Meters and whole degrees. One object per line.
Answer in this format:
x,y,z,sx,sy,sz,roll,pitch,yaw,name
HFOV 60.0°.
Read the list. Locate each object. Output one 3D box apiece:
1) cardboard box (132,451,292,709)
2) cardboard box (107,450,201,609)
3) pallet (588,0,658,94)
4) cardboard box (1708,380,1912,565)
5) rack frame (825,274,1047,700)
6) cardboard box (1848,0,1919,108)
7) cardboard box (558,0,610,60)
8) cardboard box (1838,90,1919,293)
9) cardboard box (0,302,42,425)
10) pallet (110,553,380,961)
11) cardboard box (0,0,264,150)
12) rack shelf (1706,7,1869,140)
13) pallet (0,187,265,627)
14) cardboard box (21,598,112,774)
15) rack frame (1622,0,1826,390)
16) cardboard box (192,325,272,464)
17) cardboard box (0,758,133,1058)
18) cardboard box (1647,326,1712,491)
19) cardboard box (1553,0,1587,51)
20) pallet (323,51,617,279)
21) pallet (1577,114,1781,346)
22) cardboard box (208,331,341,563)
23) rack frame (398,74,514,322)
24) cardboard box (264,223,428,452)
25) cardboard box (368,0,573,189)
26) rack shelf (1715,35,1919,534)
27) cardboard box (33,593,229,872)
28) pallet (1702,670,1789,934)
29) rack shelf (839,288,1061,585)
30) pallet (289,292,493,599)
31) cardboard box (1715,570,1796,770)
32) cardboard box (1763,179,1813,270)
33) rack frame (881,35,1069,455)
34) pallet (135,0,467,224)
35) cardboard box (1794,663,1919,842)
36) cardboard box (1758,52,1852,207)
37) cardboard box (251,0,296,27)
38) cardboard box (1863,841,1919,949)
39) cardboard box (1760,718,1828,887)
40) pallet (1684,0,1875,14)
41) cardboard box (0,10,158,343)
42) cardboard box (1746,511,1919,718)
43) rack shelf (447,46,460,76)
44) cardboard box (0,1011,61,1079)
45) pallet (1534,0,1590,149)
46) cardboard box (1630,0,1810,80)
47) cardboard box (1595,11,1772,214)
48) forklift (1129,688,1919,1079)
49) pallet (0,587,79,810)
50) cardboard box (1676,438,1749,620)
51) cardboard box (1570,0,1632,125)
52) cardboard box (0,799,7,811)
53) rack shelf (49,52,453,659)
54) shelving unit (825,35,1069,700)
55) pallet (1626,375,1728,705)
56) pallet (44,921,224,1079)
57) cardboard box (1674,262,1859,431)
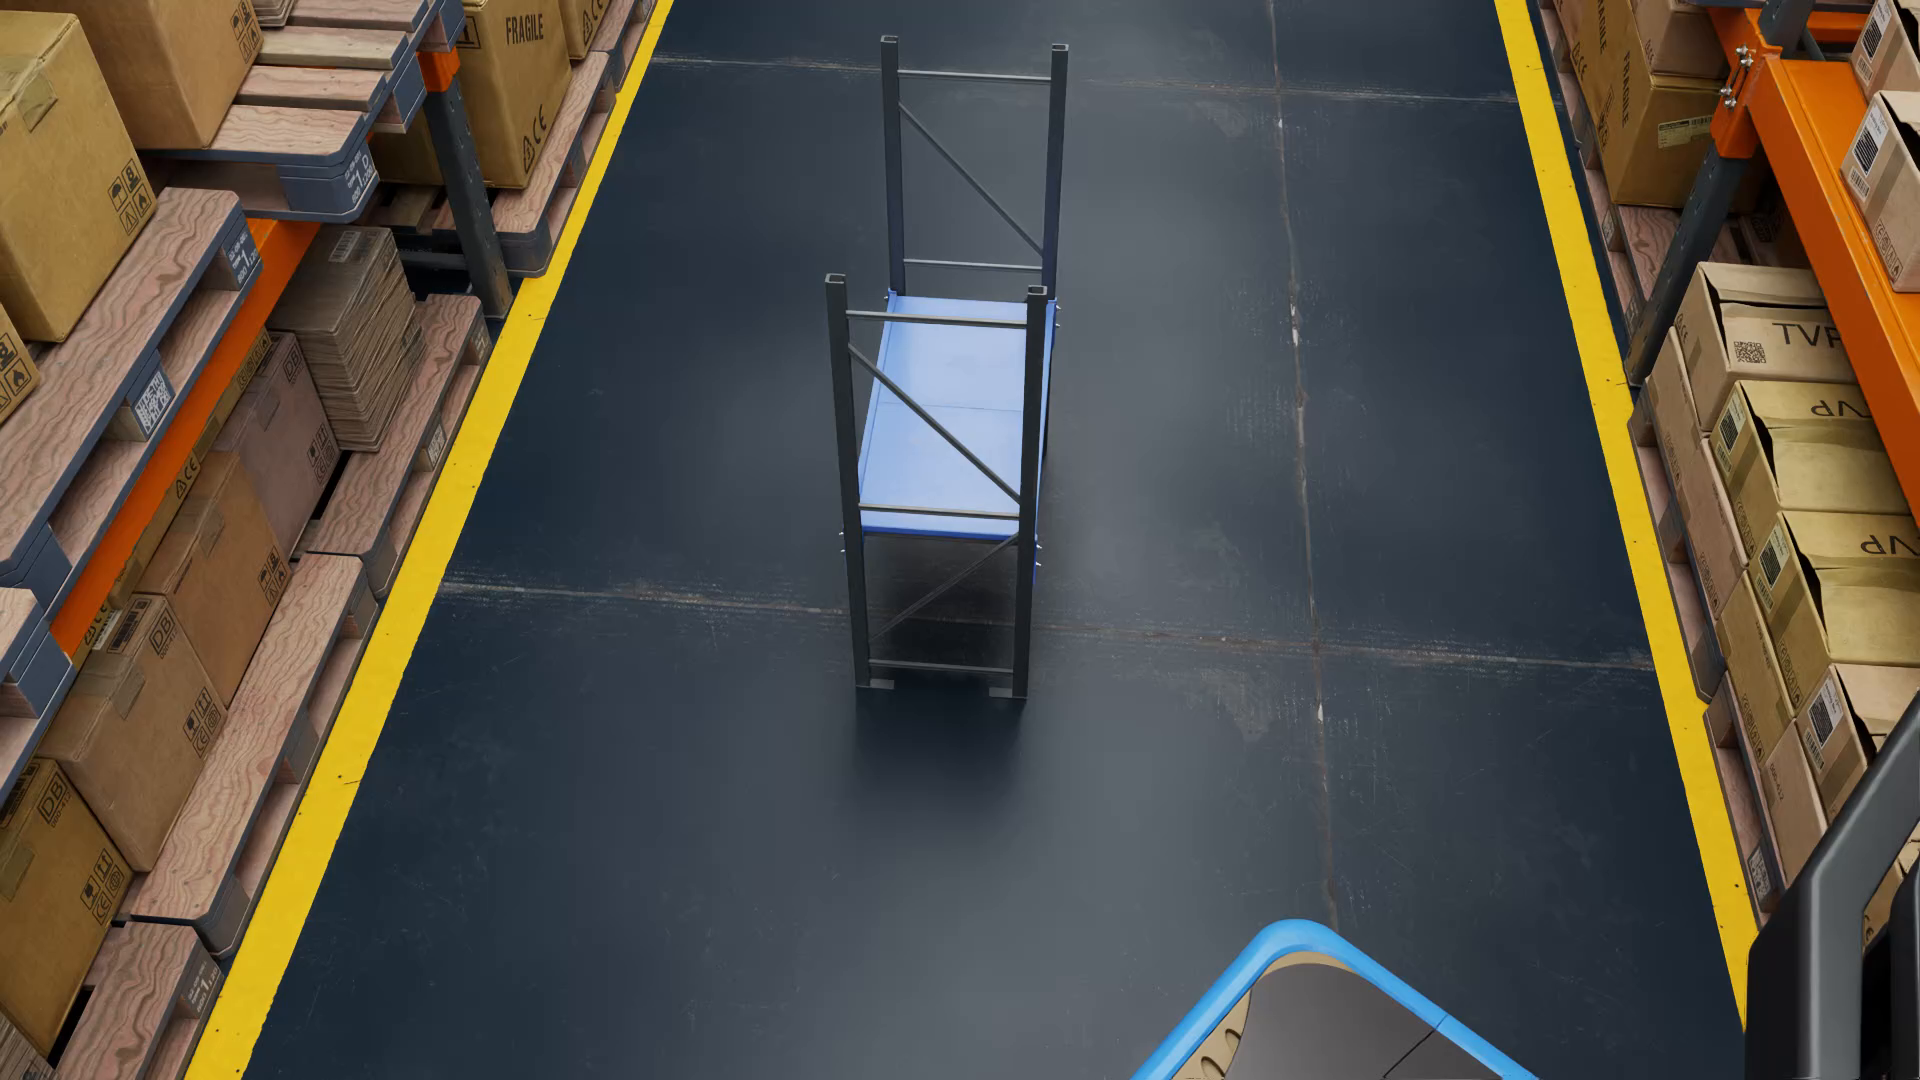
-2.320,0.089,4.531,0.700,0.500,0.500,4,48,3,cardboard box
-2.296,-0.109,4.204,0.500,0.250,0.500,4,48,3,cardboard box
-1.866,-2.403,7.305,1.003,0.211,1.213,4,48,4,pallet
2.428,-0.197,4.596,0.500,0.311,0.500,3,48,3,cardboard box
-0.054,-0.070,4.298,0.500,1.500,0.032,4,48,4,rack frame
2.731,-1.251,4.422,0.500,0.311,0.500,7,48,6,cardboard box
-1.842,-2.467,6.646,0.750,0.750,0.750,4,48,3,cardboard box
2.533,-0.872,4.075,0.500,0.311,0.500,3,48,3,cardboard box
-2.323,-0.387,3.205,0.700,0.500,0.500,10,48,9,cardboard box
-2.313,0.533,4.619,1.003,0.211,1.213,4,48,4,pallet
-2.183,-1.300,4.040,0.700,0.500,0.500,0,48,0,cardboard box
2.989,-2.773,6.241,1.077,0.370,4.000,4,48,4,rack shelf
-2.266,-0.354,3.671,1.003,0.211,1.213,4,48,4,pallet
-2.360,0.257,3.870,0.500,0.250,0.500,3,48,2,cardboard box
2.807,-1.546,4.631,1.000,3.000,0.127,4,48,4,rack frame
-2.254,-0.487,4.550,0.500,0.250,0.500,5,48,4,cardboard box
-2.443,0.833,3.851,0.700,0.500,0.500,3,48,3,cardboard box
2.467,-0.394,5.157,0.500,0.250,0.500,4,48,3,cardboard box
2.748,-2.320,6.735,0.500,0.500,0.500,2,48,2,cardboard box
-1.979,-1.509,6.487,1.003,0.211,1.213,4,48,4,pallet
2.913,-1.151,6.159,1.003,0.211,1.213,4,48,4,pallet
-2.303,-0.278,4.867,0.700,0.500,0.500,4,48,3,cardboard box
-2.126,-1.876,4.933,1.000,3.000,0.127,4,48,4,rack frame
-2.140,-0.648,5.206,0.700,0.500,0.500,4,48,4,cardboard box
-1.929,-1.824,6.058,0.750,0.750,0.750,3,48,3,cardboard box
2.625,0.167,3.552,1.077,0.370,4.000,4,48,4,rack shelf
-2.356,0.461,4.191,0.700,0.500,0.500,4,48,4,cardboard box
2.580,0.892,4.291,1.003,0.211,1.213,4,48,4,pallet
-0.008,-0.322,4.772,0.538,0.185,1.000,4,48,4,rack shelf
-2.199,-0.361,5.437,1.003,0.211,1.213,4,48,4,pallet
2.381,0.357,4.469,0.500,0.250,0.500,3,48,2,cardboard box
3.133,-1.166,5.679,0.500,0.500,0.500,6,48,5,cardboard box
0.039,-0.817,4.981,0.500,1.500,0.032,4,48,4,rack frame
-2.085,-1.281,4.518,1.213,0.211,1.003,4,48,4,pallet
2.333,0.555,3.908,0.500,0.311,0.500,3,48,3,cardboard box
3.175,-1.551,6.032,0.500,0.500,0.500,2,48,2,cardboard box
-2.159,-1.712,4.417,0.700,0.500,0.500,-1,48,-1,cardboard box
2.283,0.924,3.571,0.500,0.311,0.500,4,48,3,cardboard box
2.334,0.734,4.124,0.500,0.250,0.500,5,48,4,cardboard box
2.799,-1.984,5.162,1.213,0.211,1.003,4,48,4,pallet
-2.250,-0.795,3.579,0.700,0.500,0.500,4,48,4,cardboard box
2.379,0.178,4.254,0.500,0.311,0.500,3,48,2,cardboard box
-1.944,-3.103,6.543,1.077,0.370,4.000,4,48,4,rack shelf
-2.440,1.216,3.501,0.700,0.500,0.500,5,48,5,cardboard box
3.027,-2.045,6.977,1.003,0.211,1.213,4,48,4,pallet
2.660,-1.848,5.795,0.500,0.250,0.500,6,48,5,cardboard box
2.659,-1.554,6.034,0.500,0.500,0.500,6,48,5,cardboard box
1.399,1.428,1.957,3.031,2.935,1.130,34,56,27,forklift
-2.276,0.576,2.820,1.003,0.211,1.213,4,48,4,pallet
2.422,-0.025,4.819,0.500,0.250,0.500,3,48,2,cardboard box
2.706,-1.934,6.382,0.500,0.500,0.500,2,48,2,cardboard box
-2.404,0.639,3.520,0.500,0.250,0.500,3,48,3,cardboard box
-2.308,-0.164,3.854,1.077,0.370,4.000,4,48,4,rack shelf
-0.008,-0.443,4.639,0.538,1.500,1.048,4,48,4,shelving unit
2.693,-0.002,5.109,1.003,0.211,1.213,4,48,4,pallet
-2.421,1.432,3.797,1.003,0.211,1.213,4,48,4,pallet
2.467,-0.584,4.950,0.500,0.311,0.500,5,48,5,cardboard box
